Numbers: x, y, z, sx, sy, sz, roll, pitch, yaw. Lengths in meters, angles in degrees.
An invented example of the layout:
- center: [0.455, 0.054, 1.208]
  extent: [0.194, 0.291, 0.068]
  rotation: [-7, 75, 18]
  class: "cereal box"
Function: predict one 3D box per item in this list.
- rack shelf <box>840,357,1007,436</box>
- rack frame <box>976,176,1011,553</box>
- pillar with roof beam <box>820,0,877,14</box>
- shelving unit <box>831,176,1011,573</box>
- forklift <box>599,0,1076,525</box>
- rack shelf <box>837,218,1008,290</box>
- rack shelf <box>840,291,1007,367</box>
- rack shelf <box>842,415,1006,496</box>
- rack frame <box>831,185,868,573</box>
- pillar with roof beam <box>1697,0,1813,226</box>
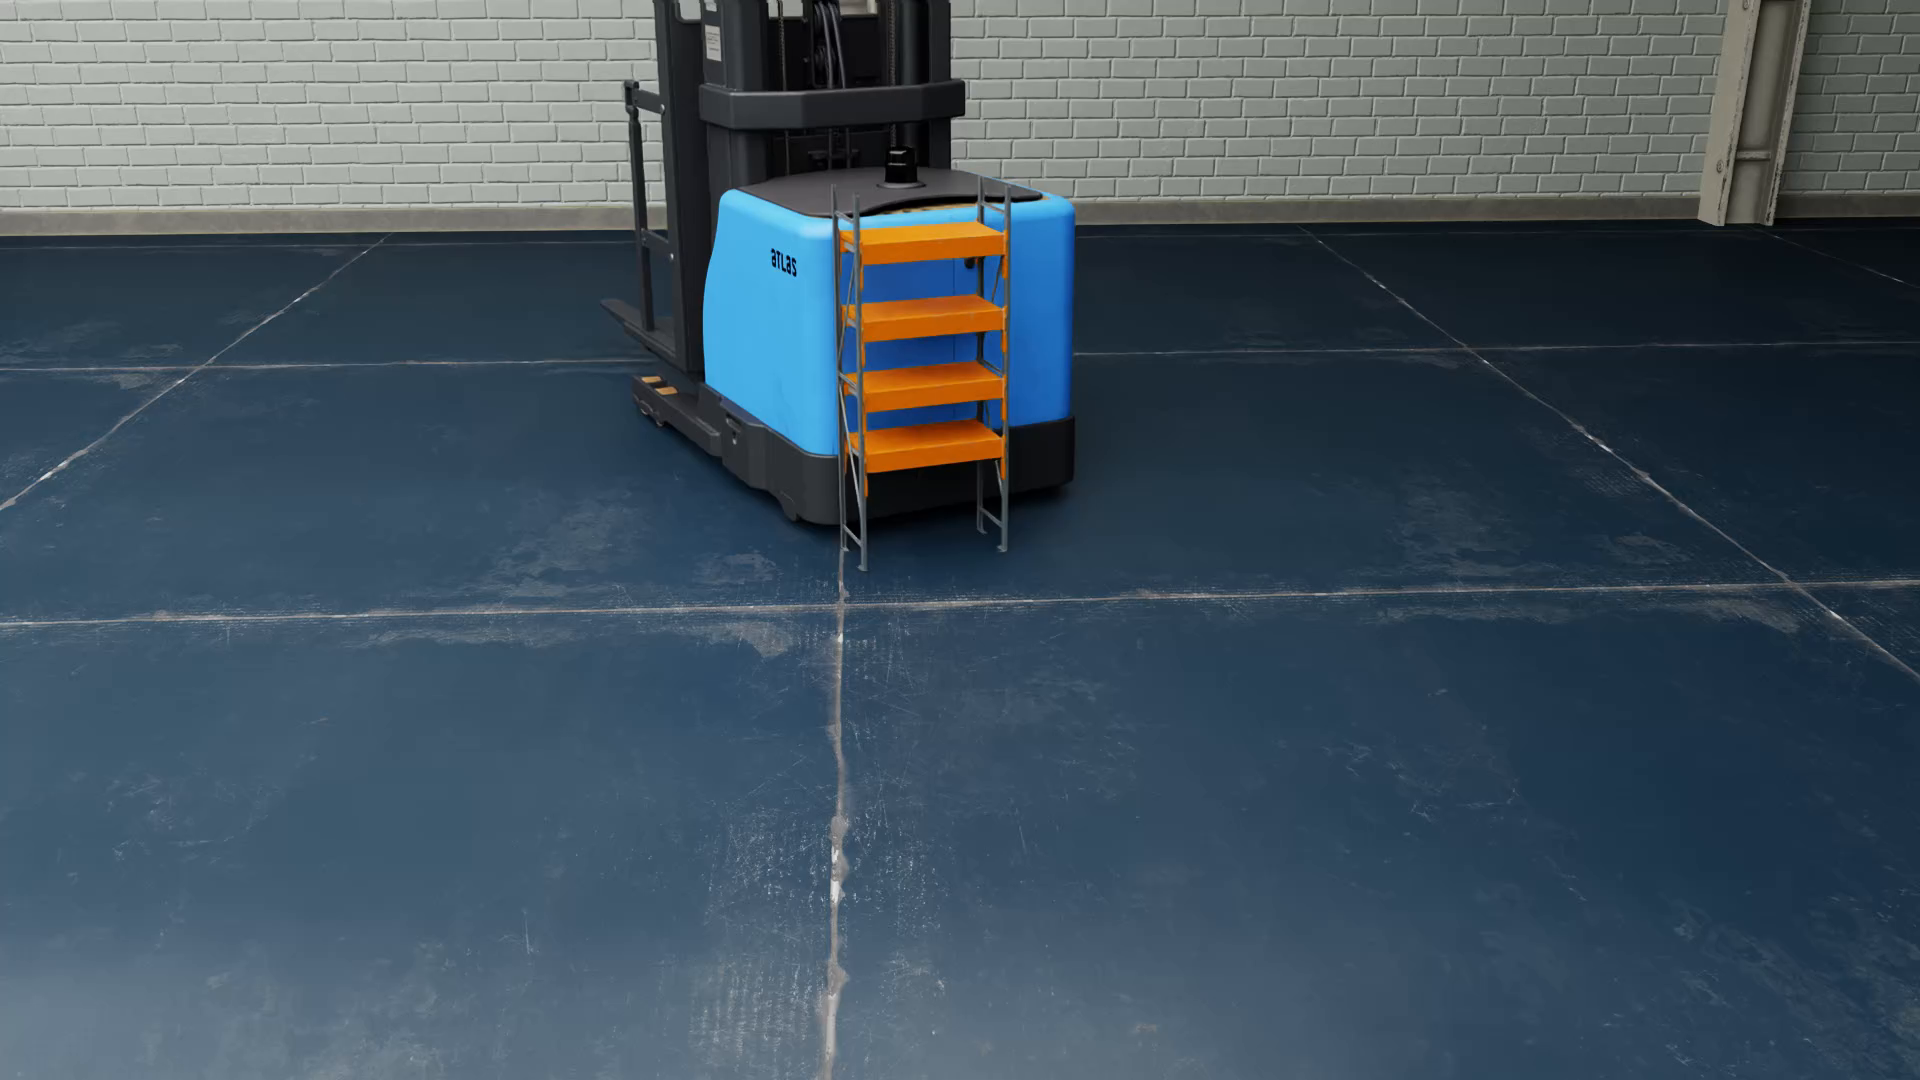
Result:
- center: [-0.120, -0.464, 5.341]
  extent: [0.480, 0.148, 0.258]
  rotation: [-8, 22, -20]
  class: "rack shelf"
- center: [0.107, -0.558, 5.400]
  extent: [0.015, 1.200, 0.240]
  rotation: [-8, 22, -20]
  class: "rack frame"
- center: [-0.479, -4.721, 5.372]
  extent: [0.400, 9.000, 9.100]
  rotation: [-1, 21, -3]
  class: "pillar with roof beam"
- center: [-0.120, -0.527, 5.317]
  extent: [0.503, 1.200, 0.258]
  rotation: [-8, 22, -20]
  class: "shelving unit"
- center: [-0.729, -1.902, 6.498]
  extent: [1.130, 2.935, 3.031]
  rotation: [-11, 23, -26]
  class: "forklift"
- center: [-0.120, -0.894, 5.178]
  extent: [0.480, 0.148, 0.258]
  rotation: [-8, 22, -20]
  class: "rack shelf"
- center: [-0.120, -0.673, 5.262]
  extent: [0.480, 0.148, 0.258]
  rotation: [-8, 22, -20]
  class: "rack shelf"
- center: [-0.120, -0.278, 5.412]
  extent: [0.480, 0.148, 0.258]
  rotation: [-8, 22, -20]
  class: "rack shelf"
- center: [-0.348, -0.495, 5.234]
  extent: [0.015, 1.200, 0.240]
  rotation: [-8, 22, -20]
  class: "rack frame"
- center: [5.511, -4.842, 5.693]
  extent: [0.400, 9.000, 9.100]
  rotation: [-1, 21, -3]
  class: "pillar with roof beam"
